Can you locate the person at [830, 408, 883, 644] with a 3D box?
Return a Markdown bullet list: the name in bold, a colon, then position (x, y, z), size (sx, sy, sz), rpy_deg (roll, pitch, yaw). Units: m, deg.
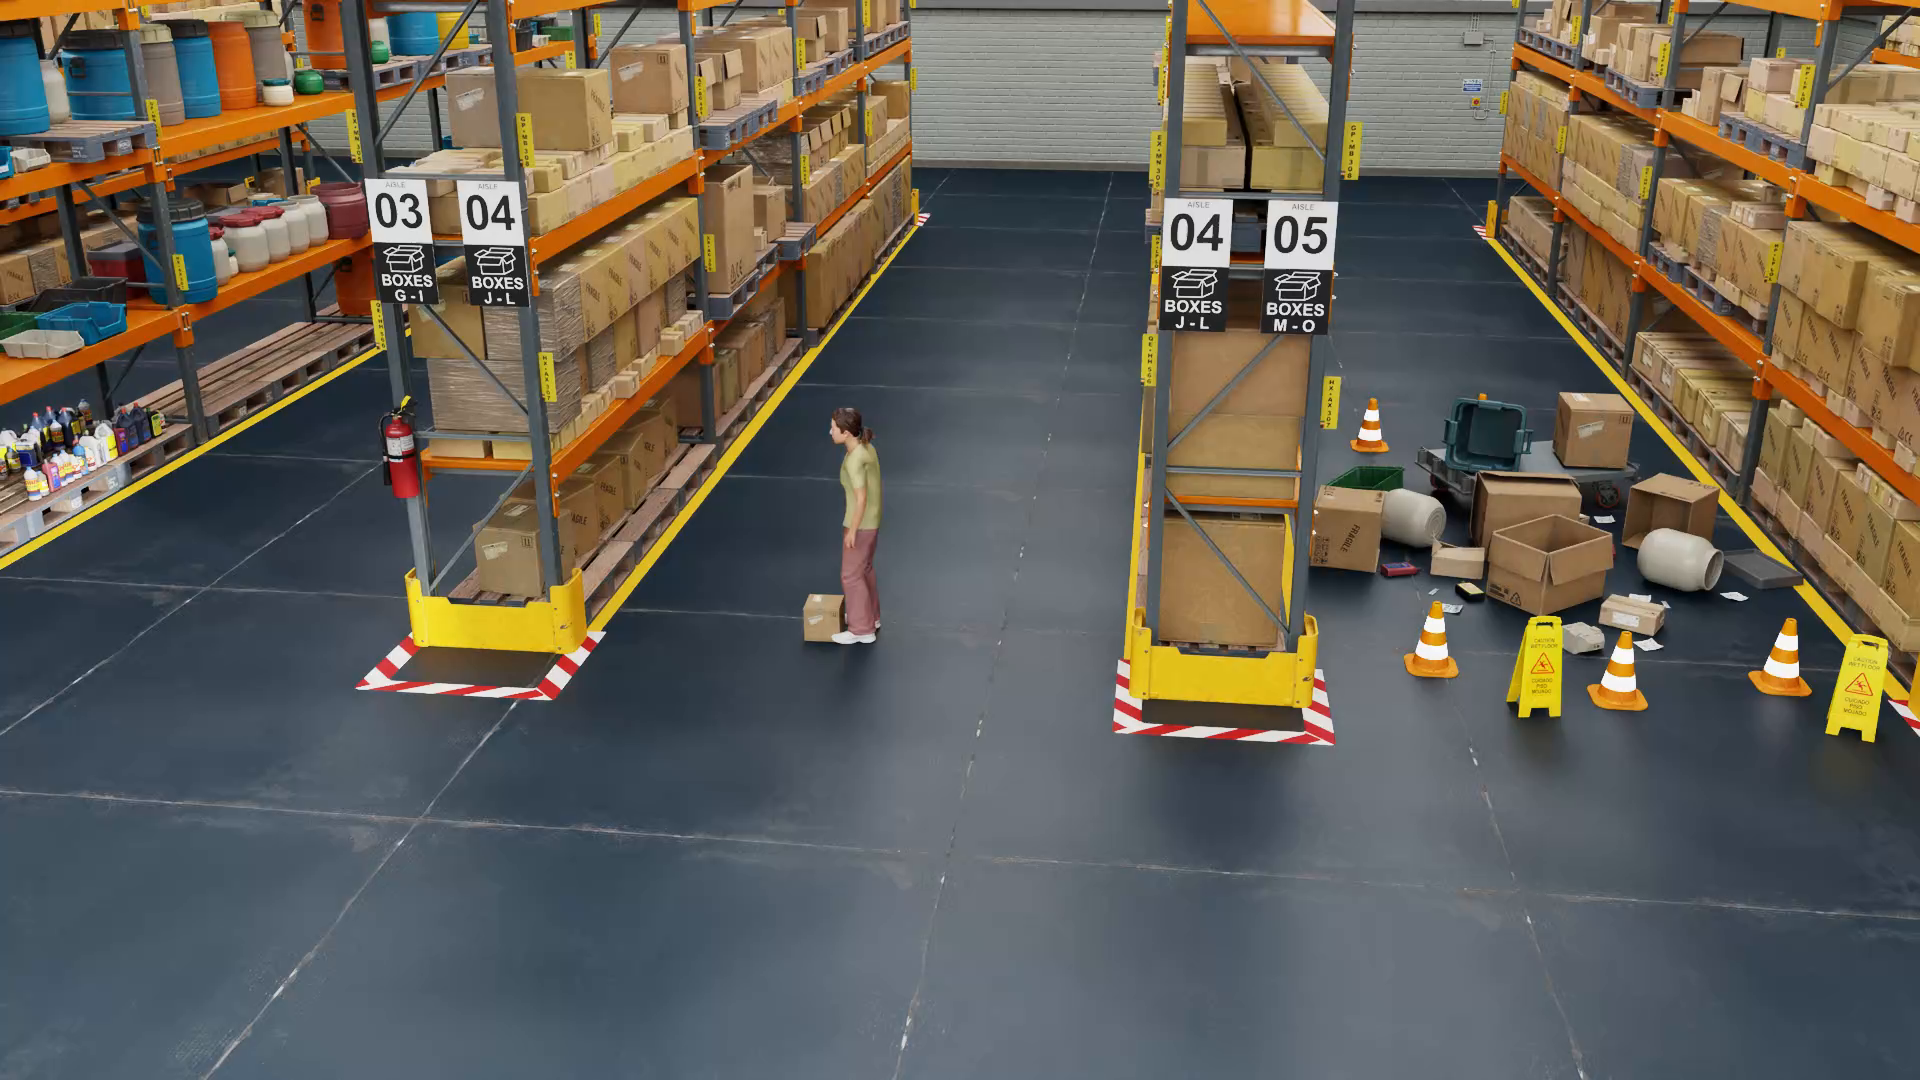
- **person**: position (-0.706, -0.108, 11.364), size (0.359, 1.673, 0.516), rpy_deg (2, 21, 4)
